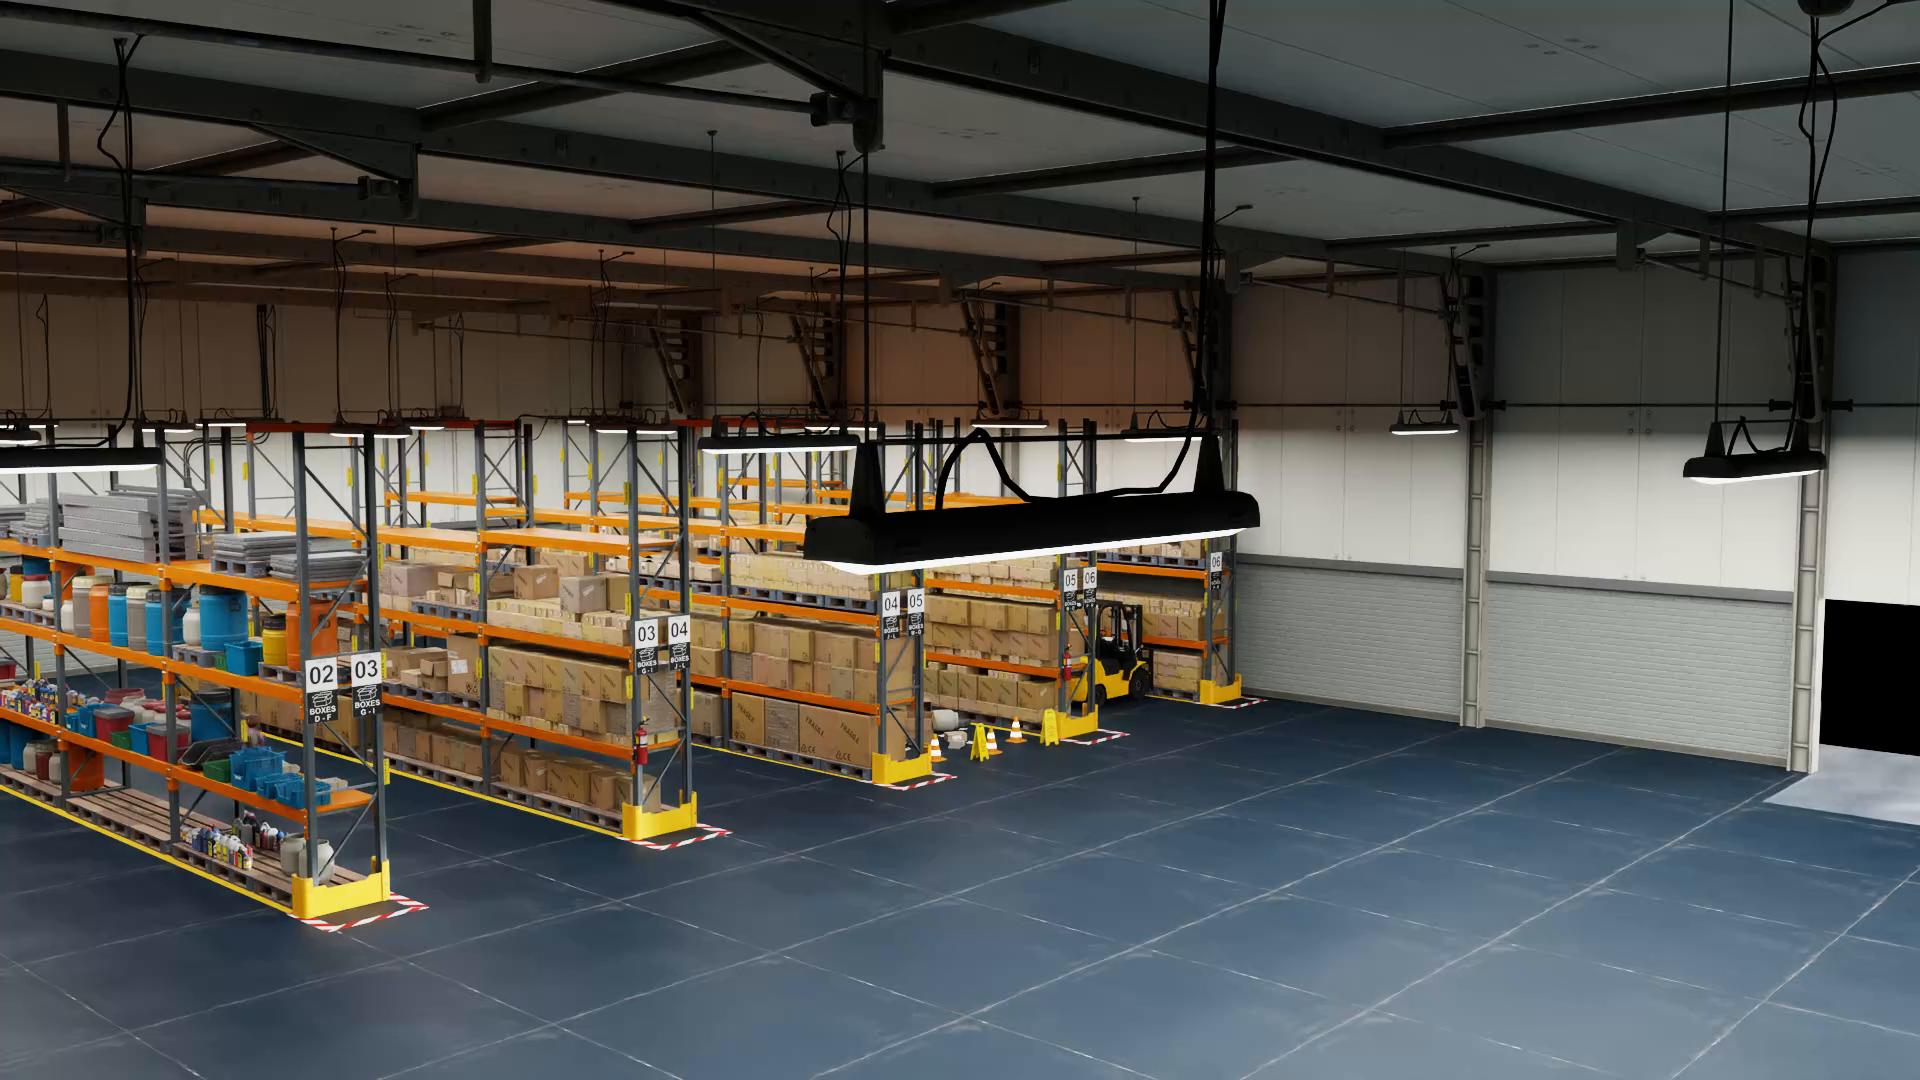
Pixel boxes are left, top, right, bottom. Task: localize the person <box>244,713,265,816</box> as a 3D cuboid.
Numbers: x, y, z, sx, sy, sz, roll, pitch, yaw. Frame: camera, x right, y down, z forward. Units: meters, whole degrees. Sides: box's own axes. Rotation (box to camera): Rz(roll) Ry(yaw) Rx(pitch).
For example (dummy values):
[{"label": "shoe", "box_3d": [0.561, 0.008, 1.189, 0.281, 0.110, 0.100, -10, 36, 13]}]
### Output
[{"label": "person", "box_3d": [-10.878, 3.440, 25.678, 0.582, 1.593, 0.588, -2, 5, -18]}]
